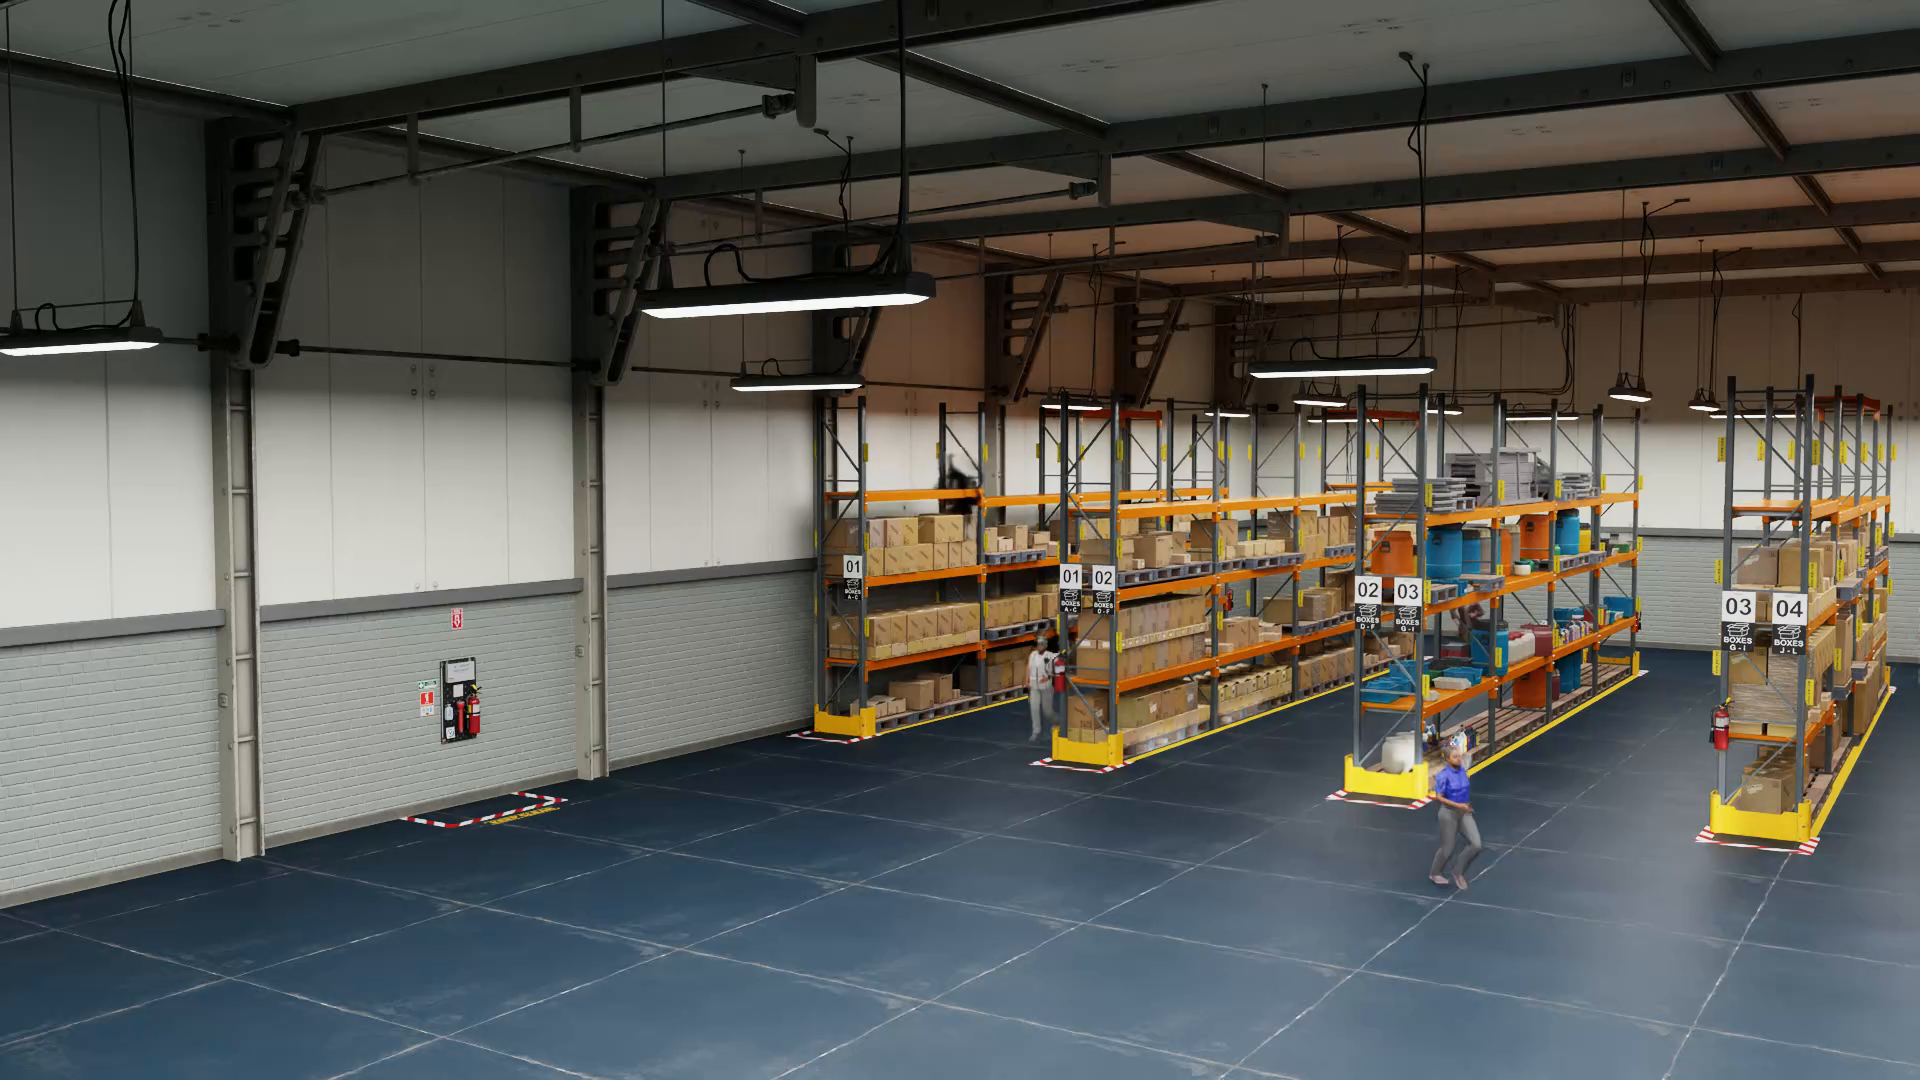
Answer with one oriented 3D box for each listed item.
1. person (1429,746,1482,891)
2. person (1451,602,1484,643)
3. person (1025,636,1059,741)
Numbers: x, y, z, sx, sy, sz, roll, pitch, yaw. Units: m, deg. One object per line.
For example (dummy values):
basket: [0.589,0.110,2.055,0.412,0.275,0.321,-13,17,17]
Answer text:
person: [5.680,3.194,19.067,0.576,1.641,0.654,-1,3,-26]
person: [11.892,2.075,39.031,0.785,1.825,0.800,1,3,18]
person: [1.416,2.508,28.452,0.684,1.774,0.858,1,3,25]
